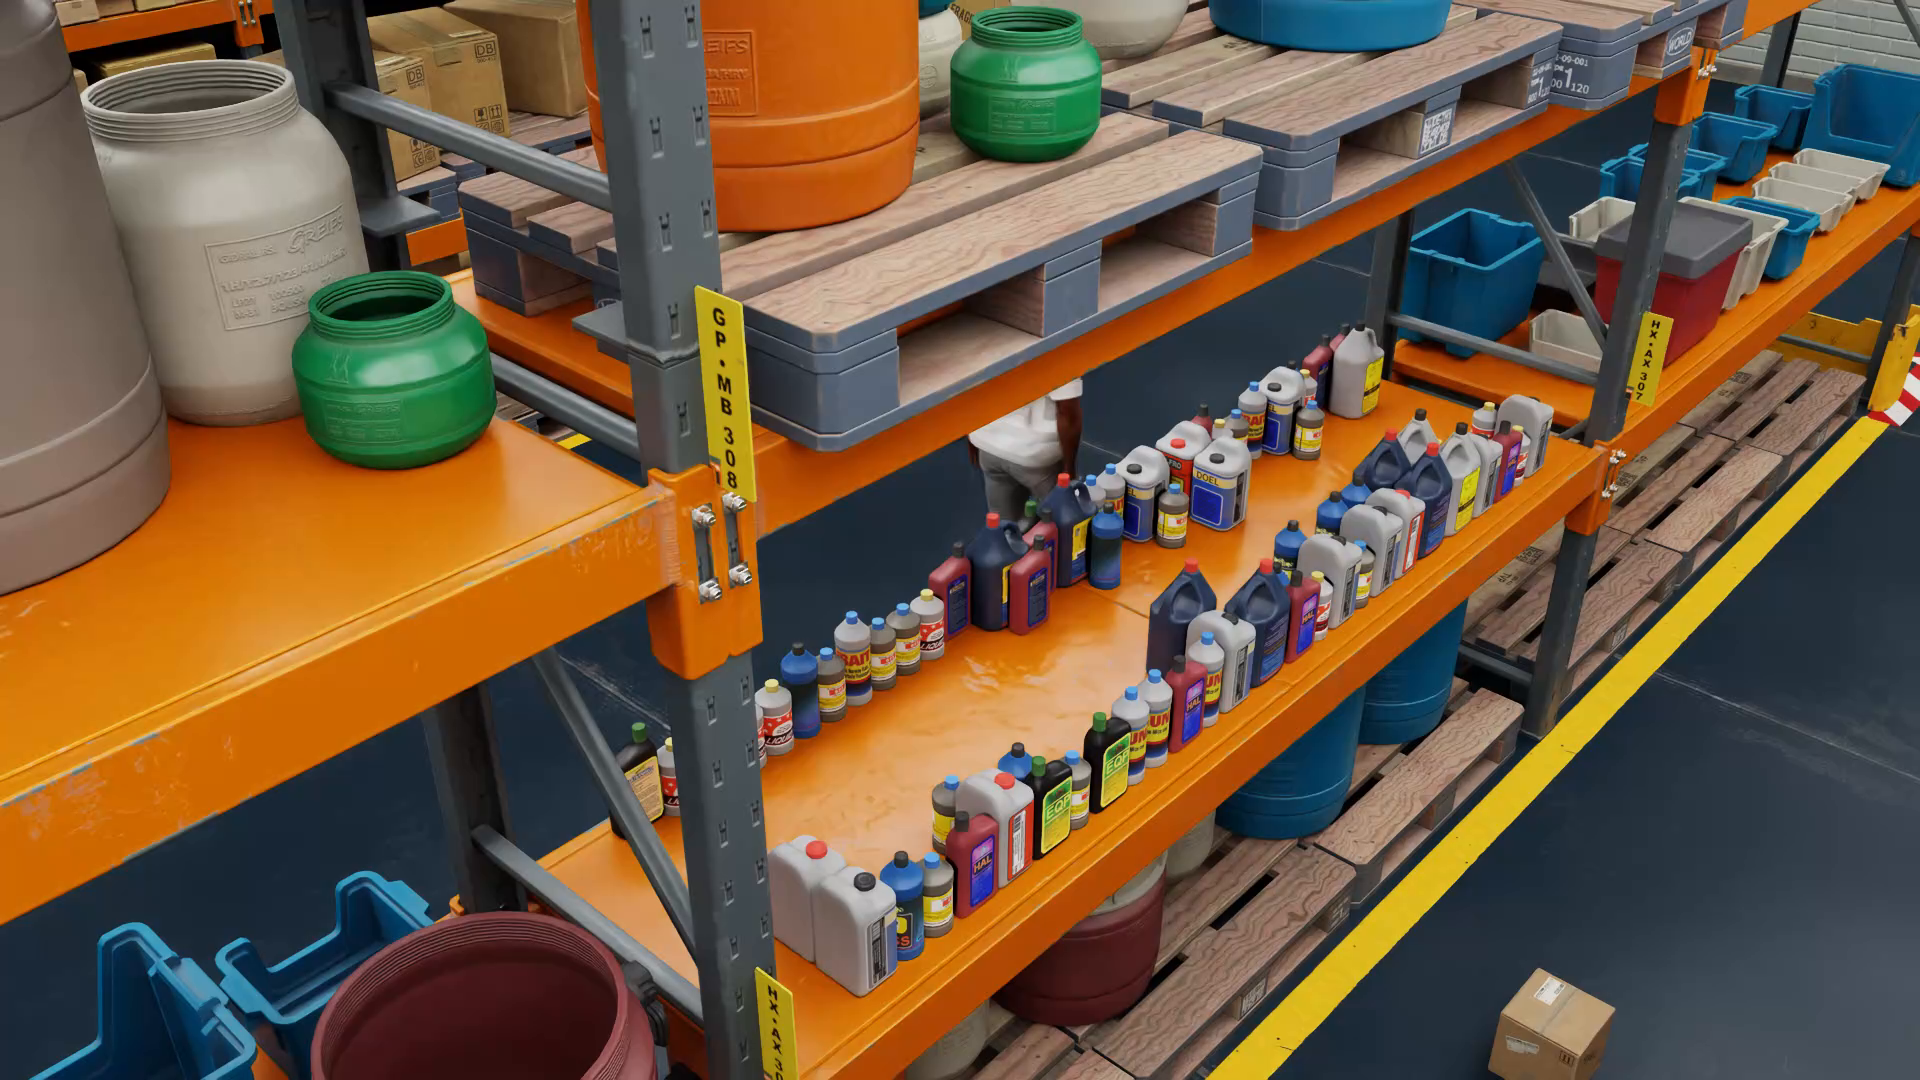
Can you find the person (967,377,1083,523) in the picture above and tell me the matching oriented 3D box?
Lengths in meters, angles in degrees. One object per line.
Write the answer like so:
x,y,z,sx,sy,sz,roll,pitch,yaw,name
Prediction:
0.227,-0.359,6.656,0.585,1.757,0.531,21,37,31,person
